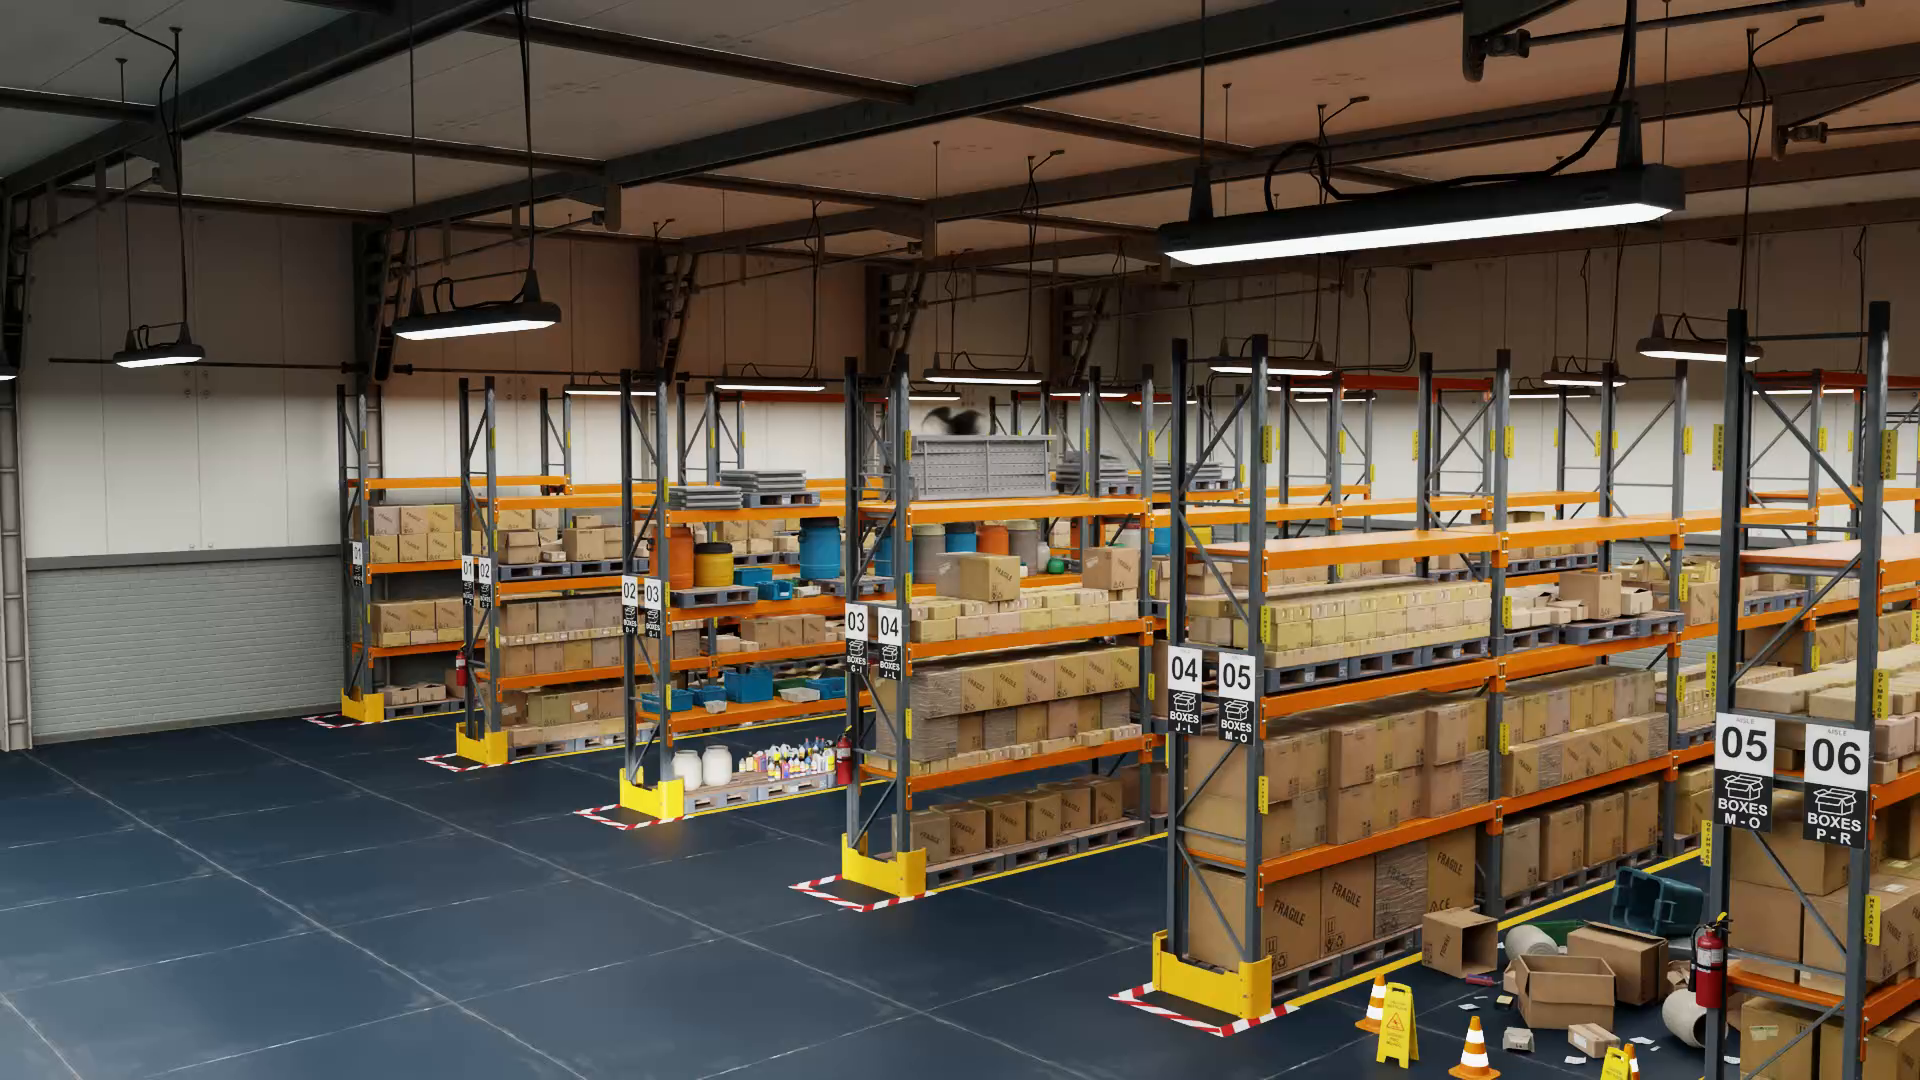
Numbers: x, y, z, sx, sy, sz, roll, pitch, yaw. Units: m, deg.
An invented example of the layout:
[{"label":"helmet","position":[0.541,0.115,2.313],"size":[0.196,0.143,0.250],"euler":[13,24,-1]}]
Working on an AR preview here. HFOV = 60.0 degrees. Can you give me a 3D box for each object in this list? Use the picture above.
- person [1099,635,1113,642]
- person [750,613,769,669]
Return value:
[{"label":"person","position":[2.929,2.161,32.710],"size":[0.664,1.738,0.573],"euler":[3,5,43]},{"label":"person","position":[-3.927,2.143,32.712],"size":[0.641,1.768,0.915],"euler":[3,5,35]}]
